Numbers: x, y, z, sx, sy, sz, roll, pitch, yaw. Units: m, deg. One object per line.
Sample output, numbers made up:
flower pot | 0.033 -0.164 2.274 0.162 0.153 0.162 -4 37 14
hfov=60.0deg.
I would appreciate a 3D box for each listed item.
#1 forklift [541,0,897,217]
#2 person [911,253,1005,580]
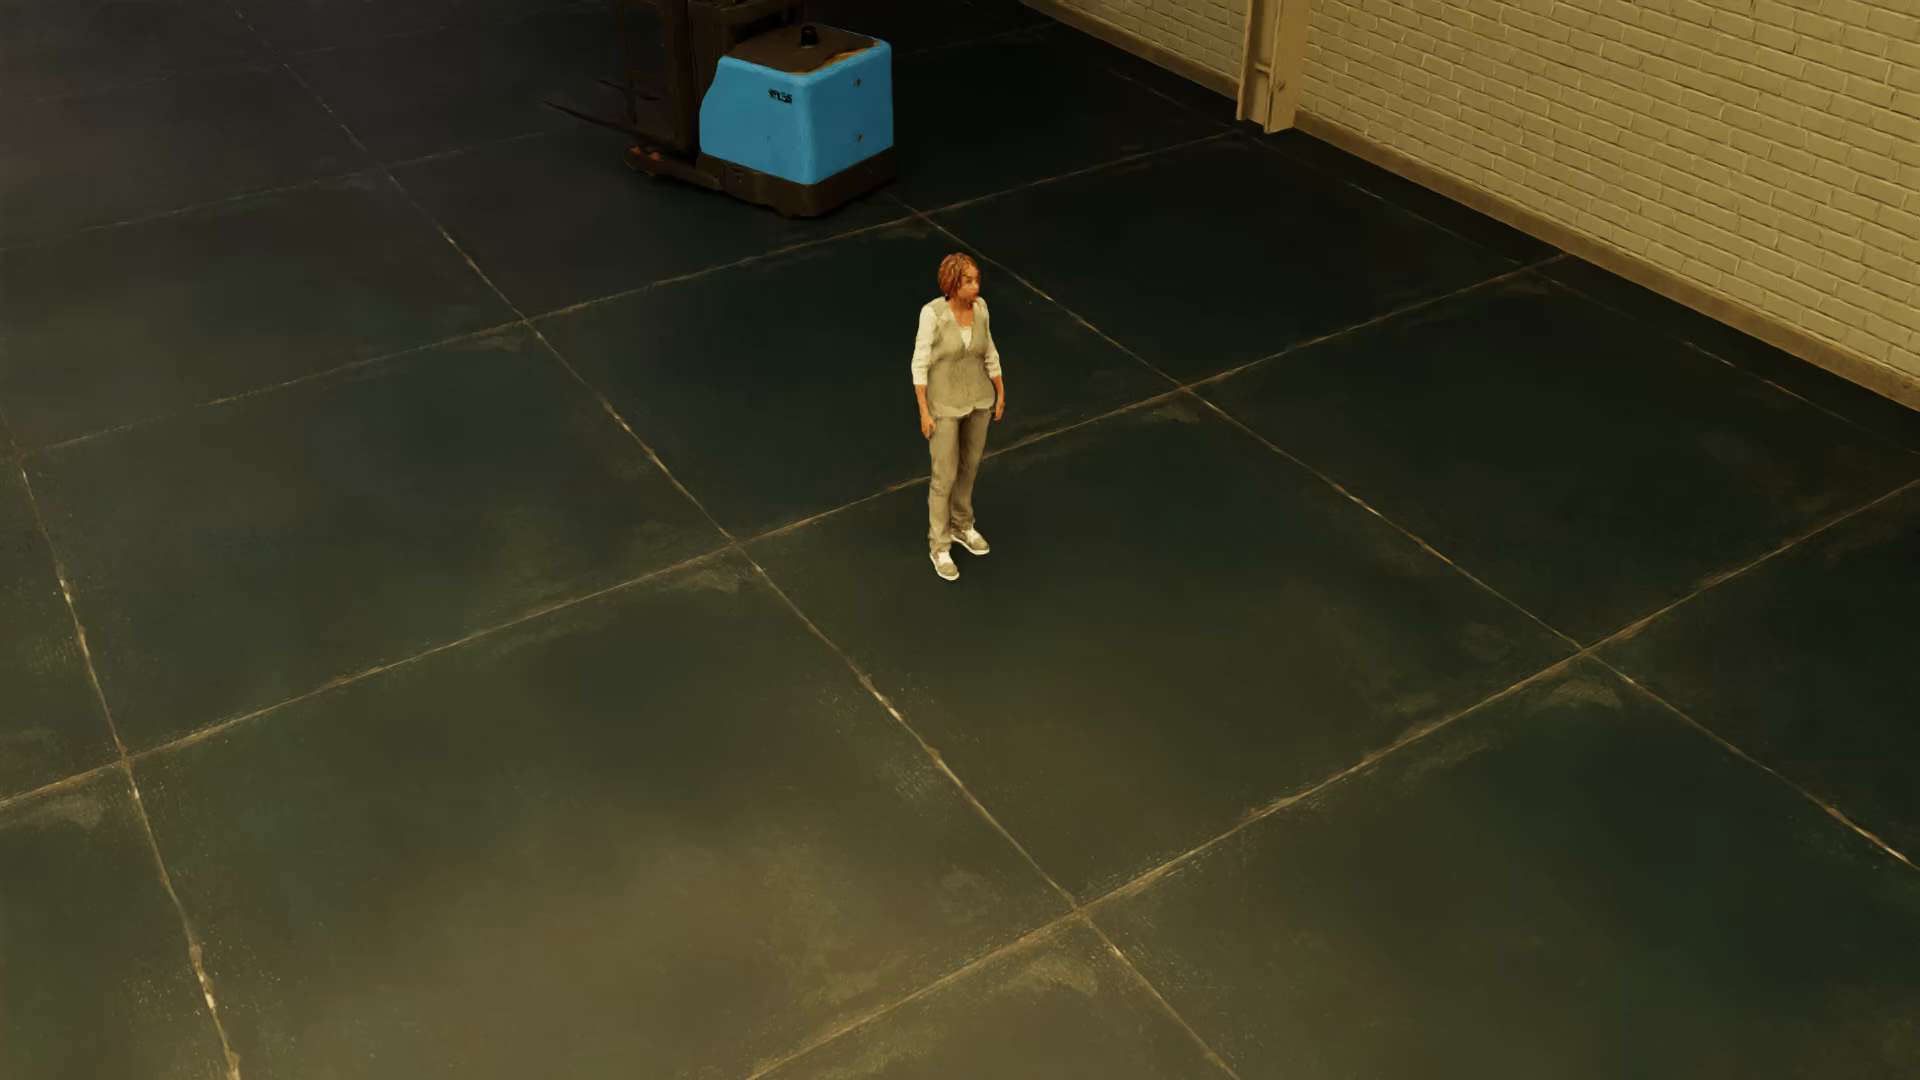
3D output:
forklift | -1.957 -4.184 12.102 3.031 2.935 1.130 23 41 29
person | 0.029 -0.619 8.177 0.521 1.597 0.474 -21 40 -27
